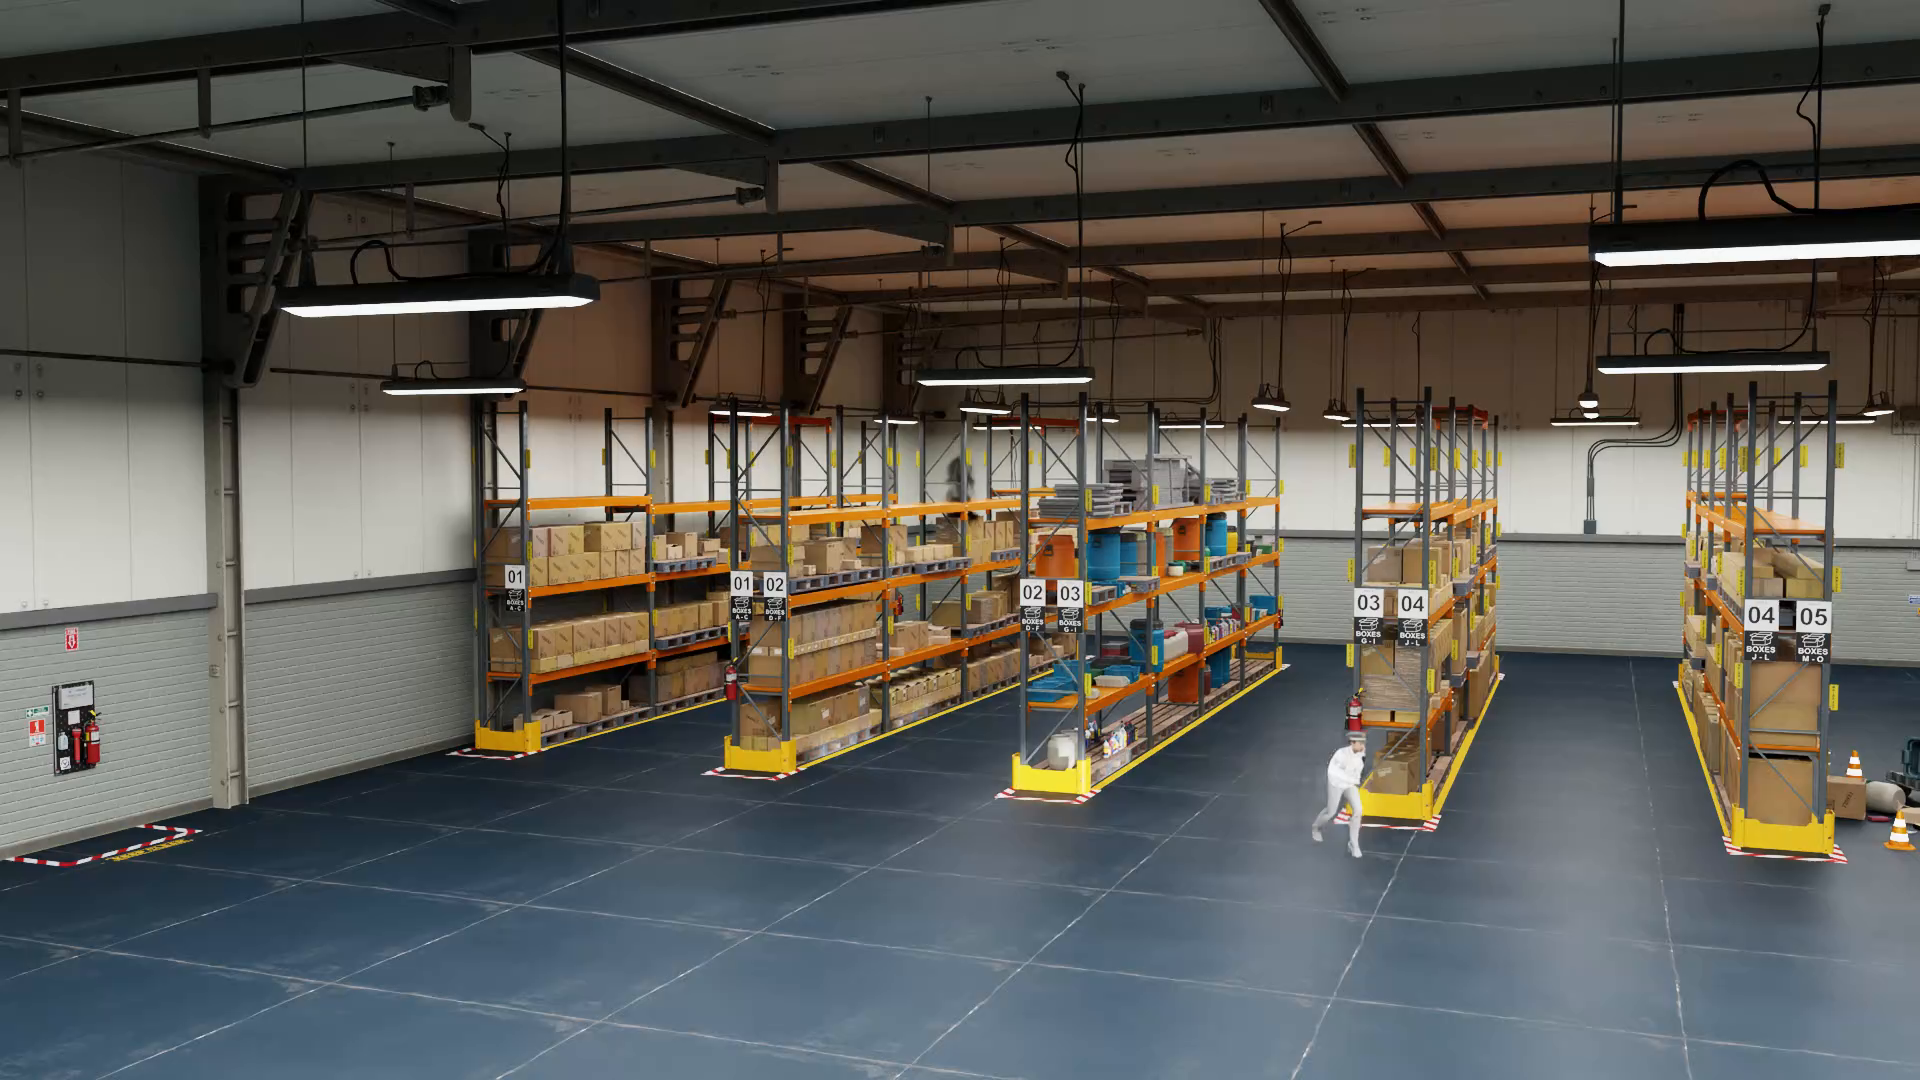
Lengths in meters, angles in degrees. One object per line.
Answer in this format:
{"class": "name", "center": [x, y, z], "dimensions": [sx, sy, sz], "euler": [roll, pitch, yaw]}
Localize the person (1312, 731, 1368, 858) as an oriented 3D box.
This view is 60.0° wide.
{"class": "person", "center": [4.857, 3.201, 21.277], "dimensions": [0.658, 1.624, 0.964], "euler": [-1, 3, -28]}
